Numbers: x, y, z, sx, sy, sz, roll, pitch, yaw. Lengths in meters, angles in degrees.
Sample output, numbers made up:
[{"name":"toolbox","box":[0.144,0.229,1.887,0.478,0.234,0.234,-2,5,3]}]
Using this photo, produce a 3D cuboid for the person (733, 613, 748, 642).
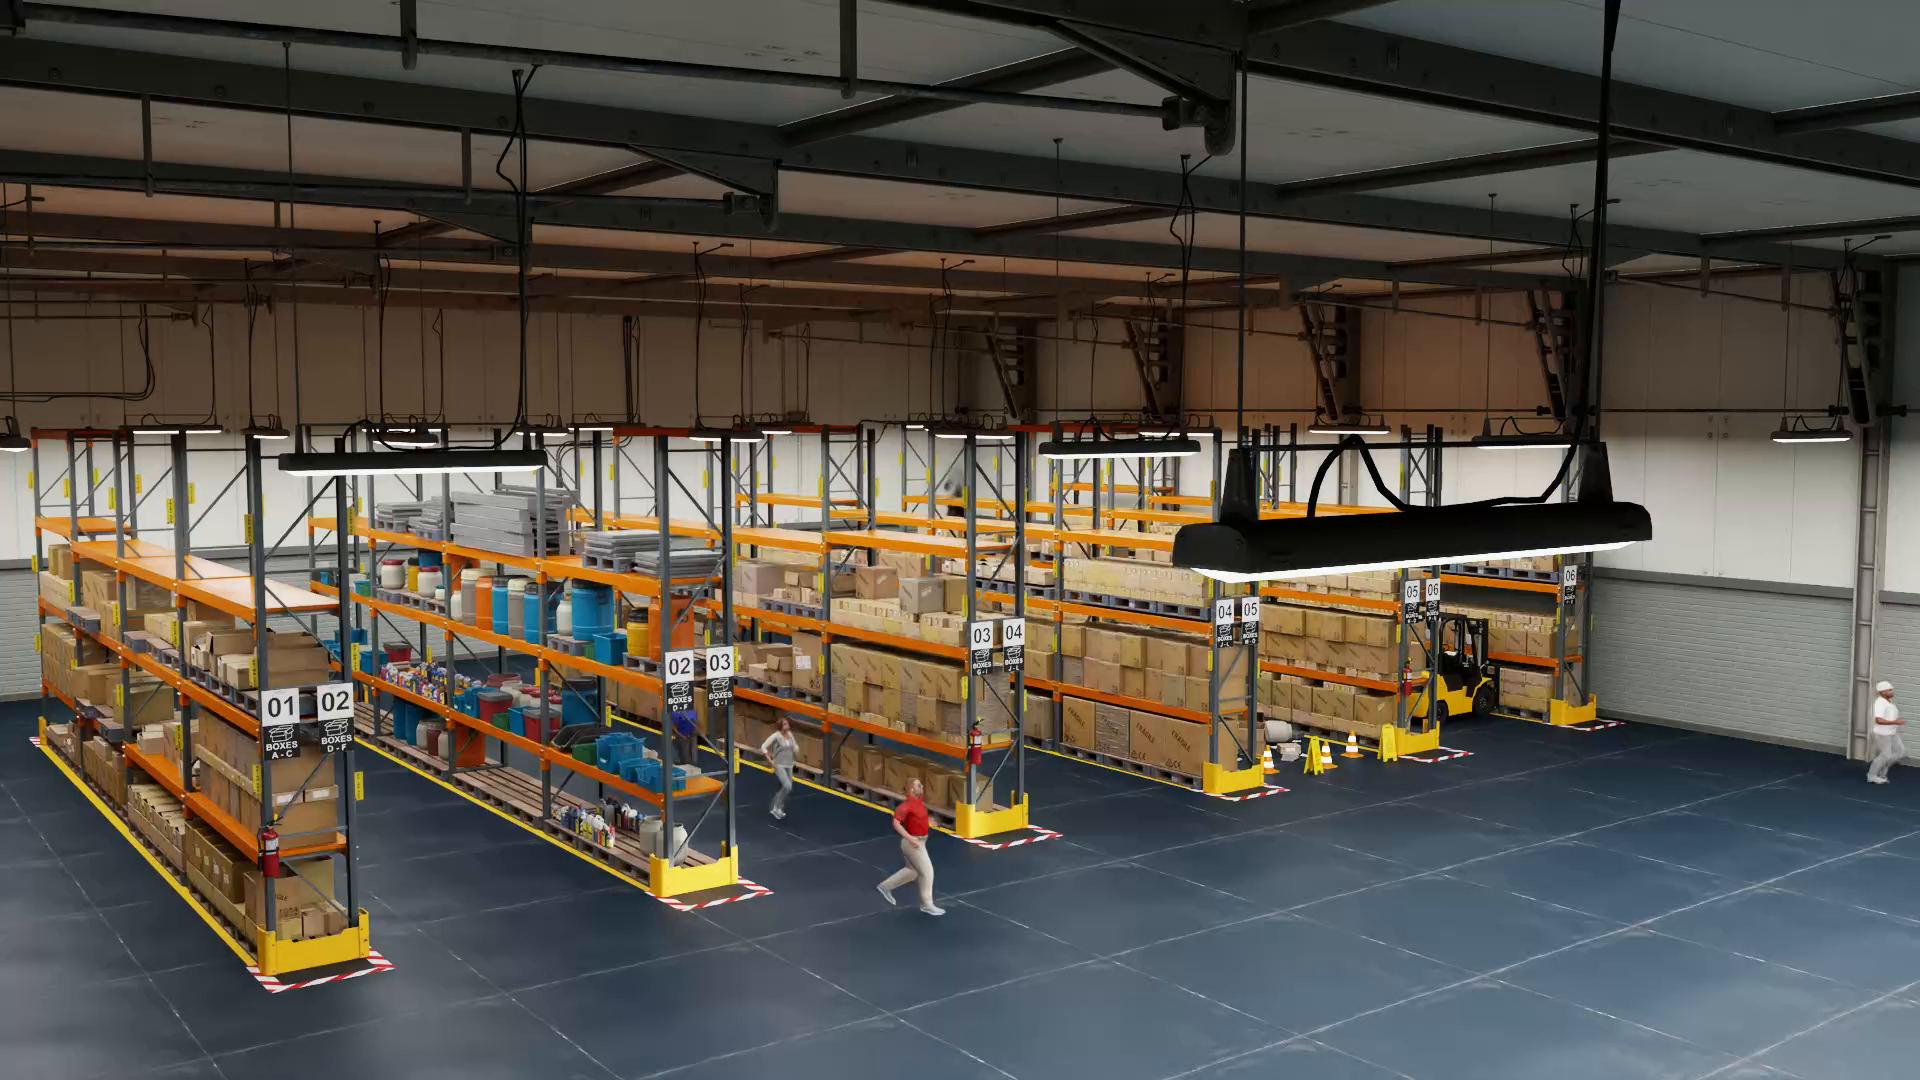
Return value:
[{"name":"person","box":[-5.519,2.267,41.589,0.706,1.679,0.633,-4,6,-38]}]

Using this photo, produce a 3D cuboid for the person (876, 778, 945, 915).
[{"name":"person","box":[-0.614,3.839,20.920,0.850,1.738,0.652,0,4,3]}]

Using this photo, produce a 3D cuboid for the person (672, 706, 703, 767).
[{"name":"person","box":[-4.602,3.355,27.846,0.581,1.628,0.658,-4,6,-44]}]

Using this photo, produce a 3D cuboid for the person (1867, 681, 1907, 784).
[{"name":"person","box":[15.646,3.260,28.005,0.680,1.754,0.629,-4,6,-43]}]

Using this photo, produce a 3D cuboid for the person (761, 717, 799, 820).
[{"name":"person","box":[-2.724,3.518,25.658,0.557,1.577,0.593,4,6,45]}]
